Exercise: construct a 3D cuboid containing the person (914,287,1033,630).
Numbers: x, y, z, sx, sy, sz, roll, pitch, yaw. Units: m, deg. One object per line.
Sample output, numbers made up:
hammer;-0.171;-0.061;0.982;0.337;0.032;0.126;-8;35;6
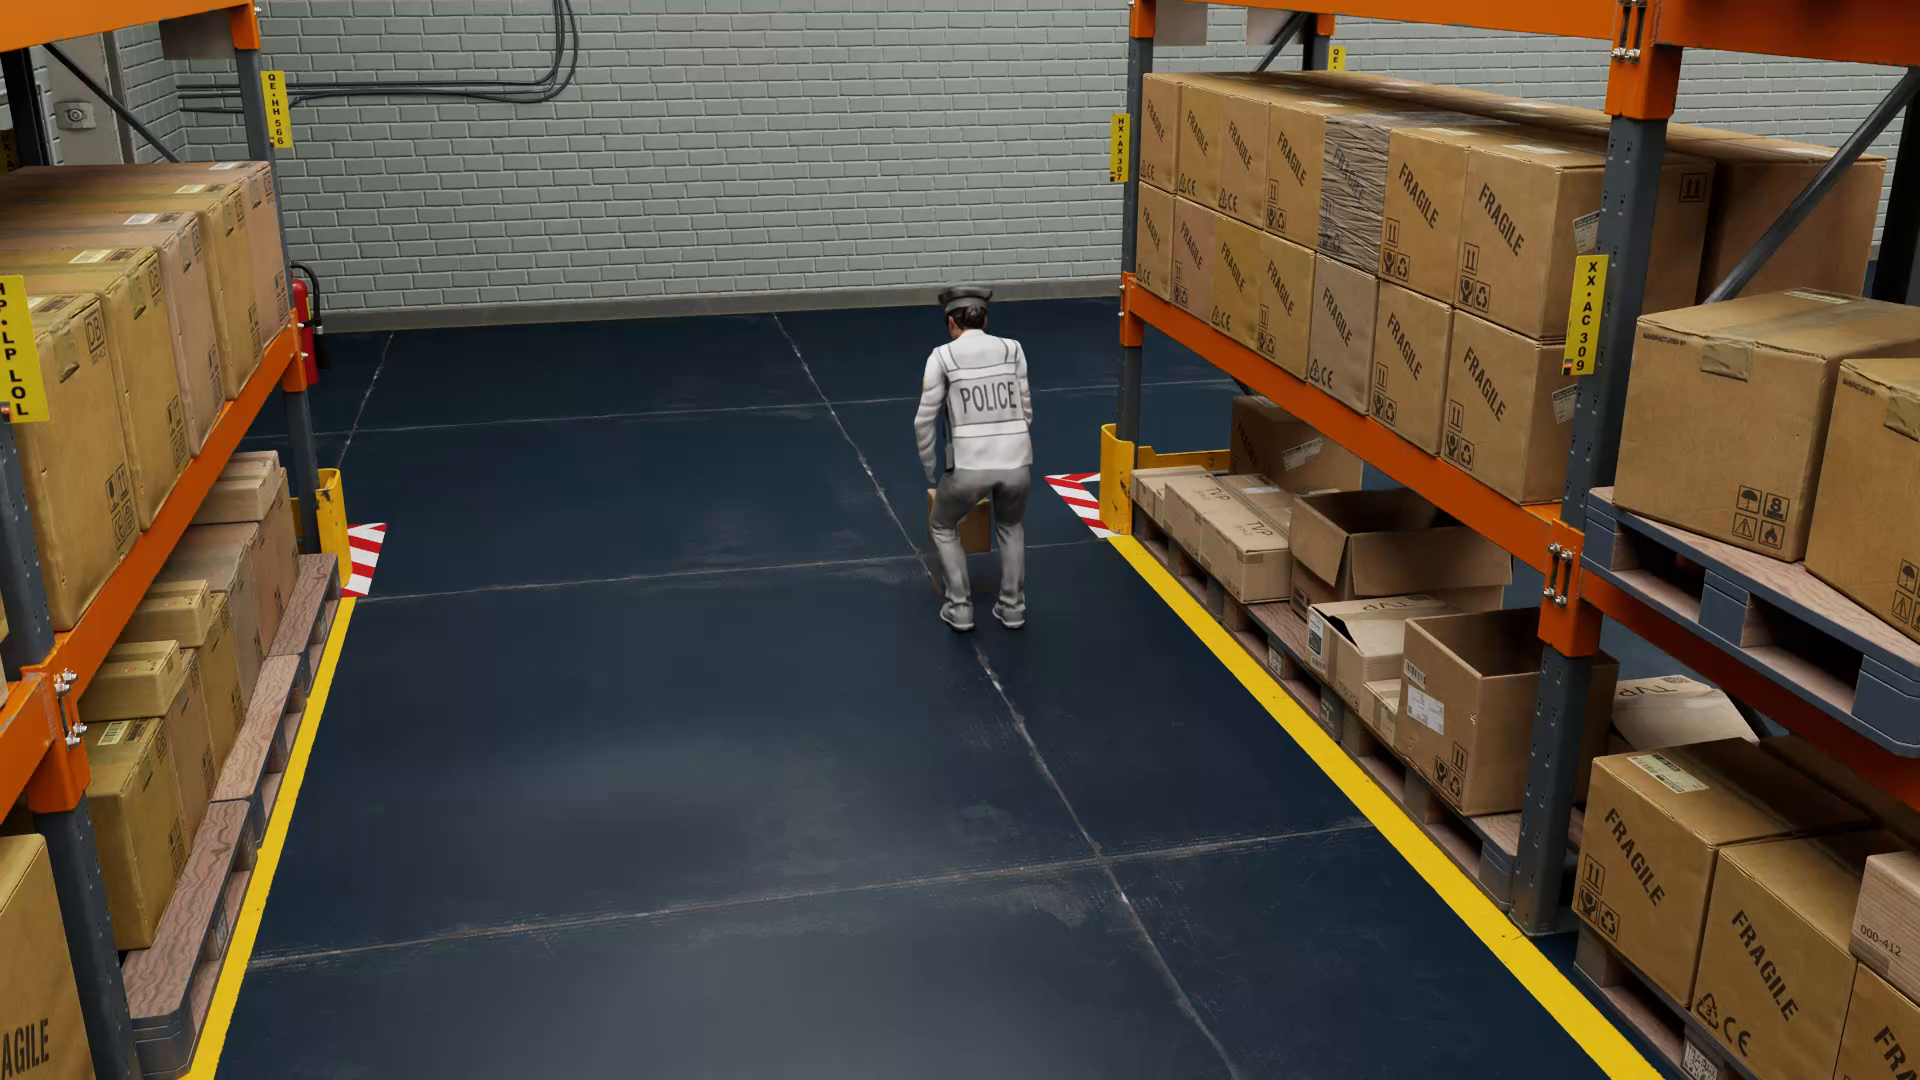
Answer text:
person;0.064;-0.342;7.283;0.529;1.501;0.612;-4;20;-11
